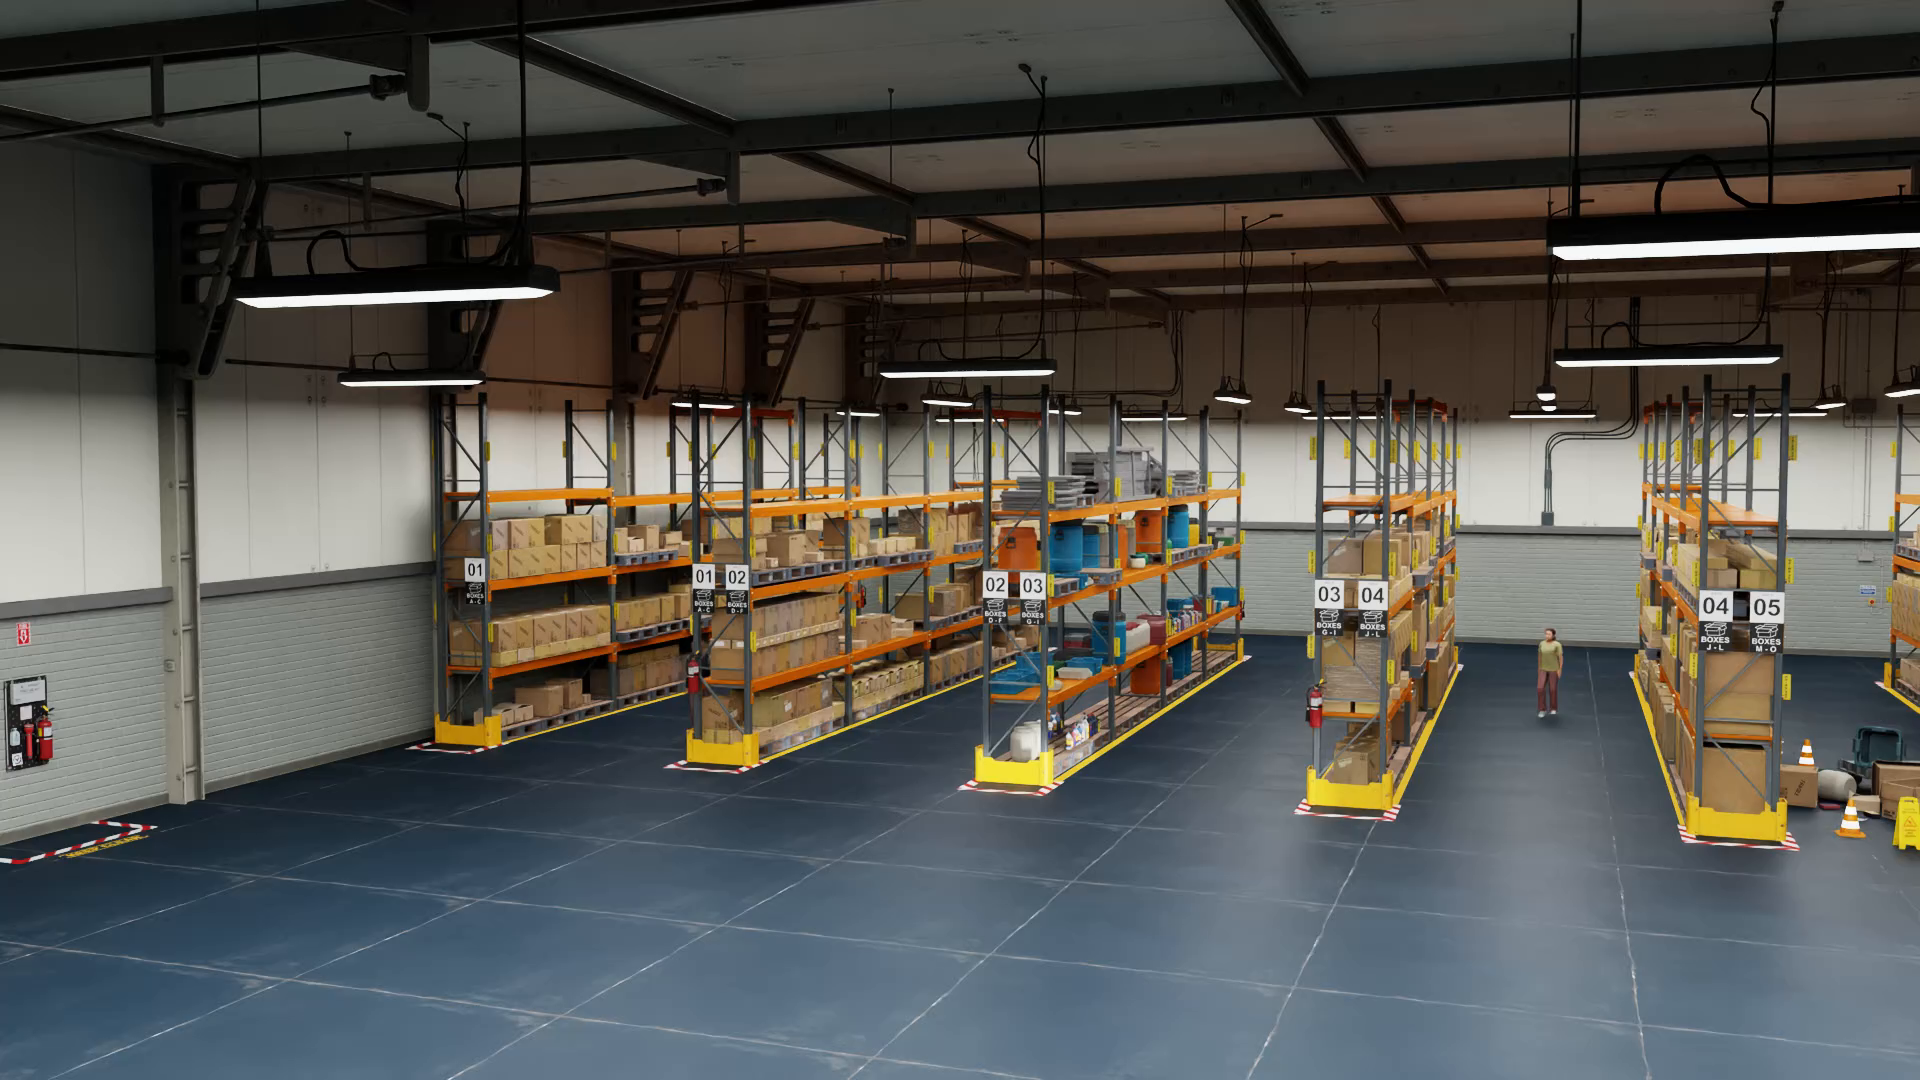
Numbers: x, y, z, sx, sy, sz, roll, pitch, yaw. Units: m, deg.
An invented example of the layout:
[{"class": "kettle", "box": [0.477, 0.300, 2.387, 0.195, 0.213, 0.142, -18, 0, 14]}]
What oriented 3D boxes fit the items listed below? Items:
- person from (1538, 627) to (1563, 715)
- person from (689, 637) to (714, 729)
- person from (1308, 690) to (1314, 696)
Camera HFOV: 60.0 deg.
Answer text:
[{"class": "person", "box": [11.205, 2.486, 31.481, 0.442, 1.677, 0.439, -1, 3, -11]}, {"class": "person", "box": [-4.561, 2.608, 29.342, 0.430, 1.783, 0.590, 2, 4, 33]}, {"class": "person", "box": [7.409, 2.319, 33.763, 0.532, 1.759, 0.691, -1, 3, -14]}]
